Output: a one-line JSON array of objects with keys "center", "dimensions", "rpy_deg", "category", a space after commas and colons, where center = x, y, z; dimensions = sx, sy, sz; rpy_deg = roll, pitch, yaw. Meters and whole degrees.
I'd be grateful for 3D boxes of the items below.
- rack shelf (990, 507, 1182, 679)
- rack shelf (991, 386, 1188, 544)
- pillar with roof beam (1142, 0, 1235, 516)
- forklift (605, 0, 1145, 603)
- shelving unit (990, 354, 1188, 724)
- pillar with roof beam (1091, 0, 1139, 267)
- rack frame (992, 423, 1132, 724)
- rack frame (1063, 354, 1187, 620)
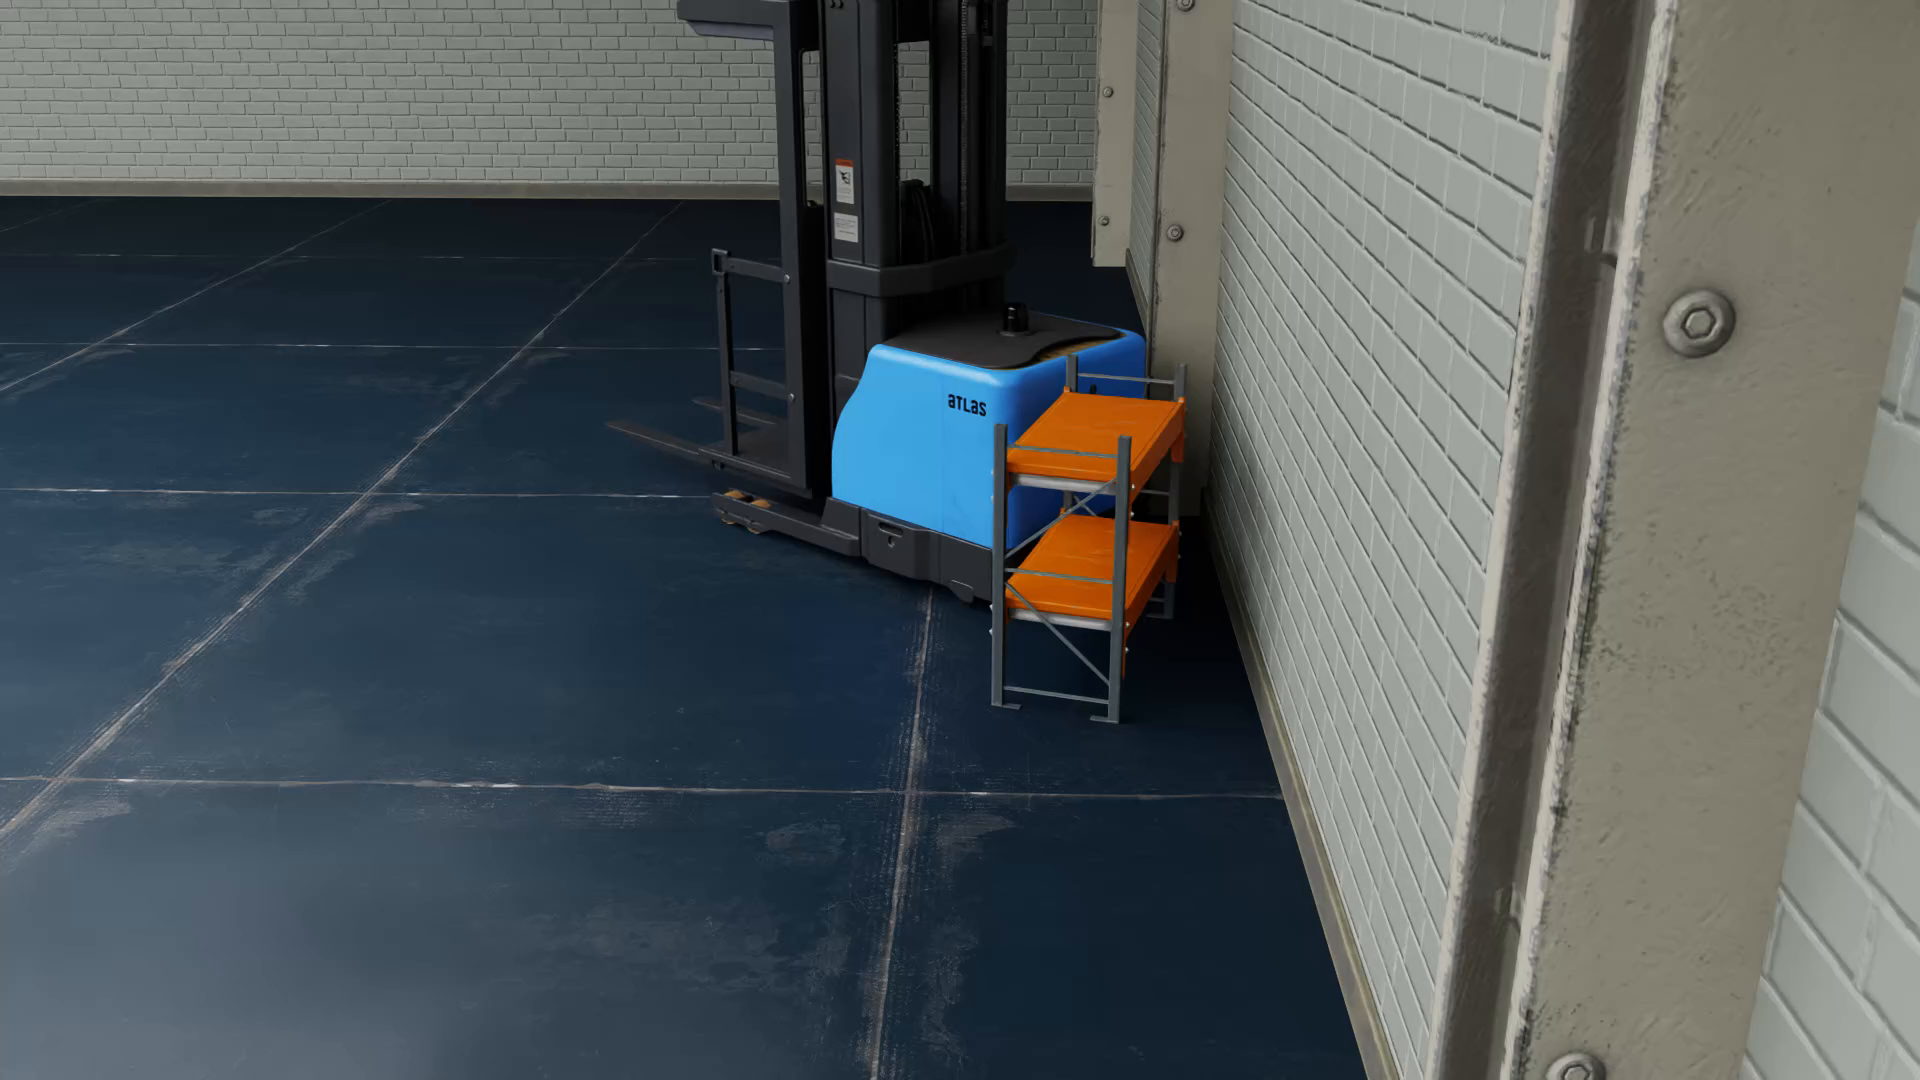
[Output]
[{"center": [0.523, 0.188, 6.666], "dimensions": [0.538, 0.278, 1.000], "rpy_deg": [7, 22, 17], "category": "rack shelf"}, {"center": [0.523, -0.313, 6.471], "dimensions": [0.538, 0.278, 1.000], "rpy_deg": [7, 22, 17], "category": "rack shelf"}, {"center": [-3.211, -4.438, 7.028], "dimensions": [9.100, 9.000, 0.400], "rpy_deg": [1, 21, 2], "category": "pillar with roof beam"}, {"center": [-0.586, -1.520, 7.894], "dimensions": [3.031, 2.935, 1.130], "rpy_deg": [18, 27, 38], "category": "forklift"}, {"center": [0.523, -0.040, 6.577], "dimensions": [0.538, 1.125, 1.048], "rpy_deg": [7, 22, 17], "category": "shelving unit"}, {"center": [-3.028, -6.608, 12.619], "dimensions": [9.100, 9.000, 0.400], "rpy_deg": [1, 21, 2], "category": "pillar with roof beam"}, {"center": [0.364, 0.135, 6.127], "dimensions": [0.500, 1.125, 0.032], "rpy_deg": [7, 22, 17], "category": "rack frame"}, {"center": [0.683, -0.215, 7.027], "dimensions": [0.500, 1.125, 0.032], "rpy_deg": [7, 22, 17], "category": "rack frame"}]
